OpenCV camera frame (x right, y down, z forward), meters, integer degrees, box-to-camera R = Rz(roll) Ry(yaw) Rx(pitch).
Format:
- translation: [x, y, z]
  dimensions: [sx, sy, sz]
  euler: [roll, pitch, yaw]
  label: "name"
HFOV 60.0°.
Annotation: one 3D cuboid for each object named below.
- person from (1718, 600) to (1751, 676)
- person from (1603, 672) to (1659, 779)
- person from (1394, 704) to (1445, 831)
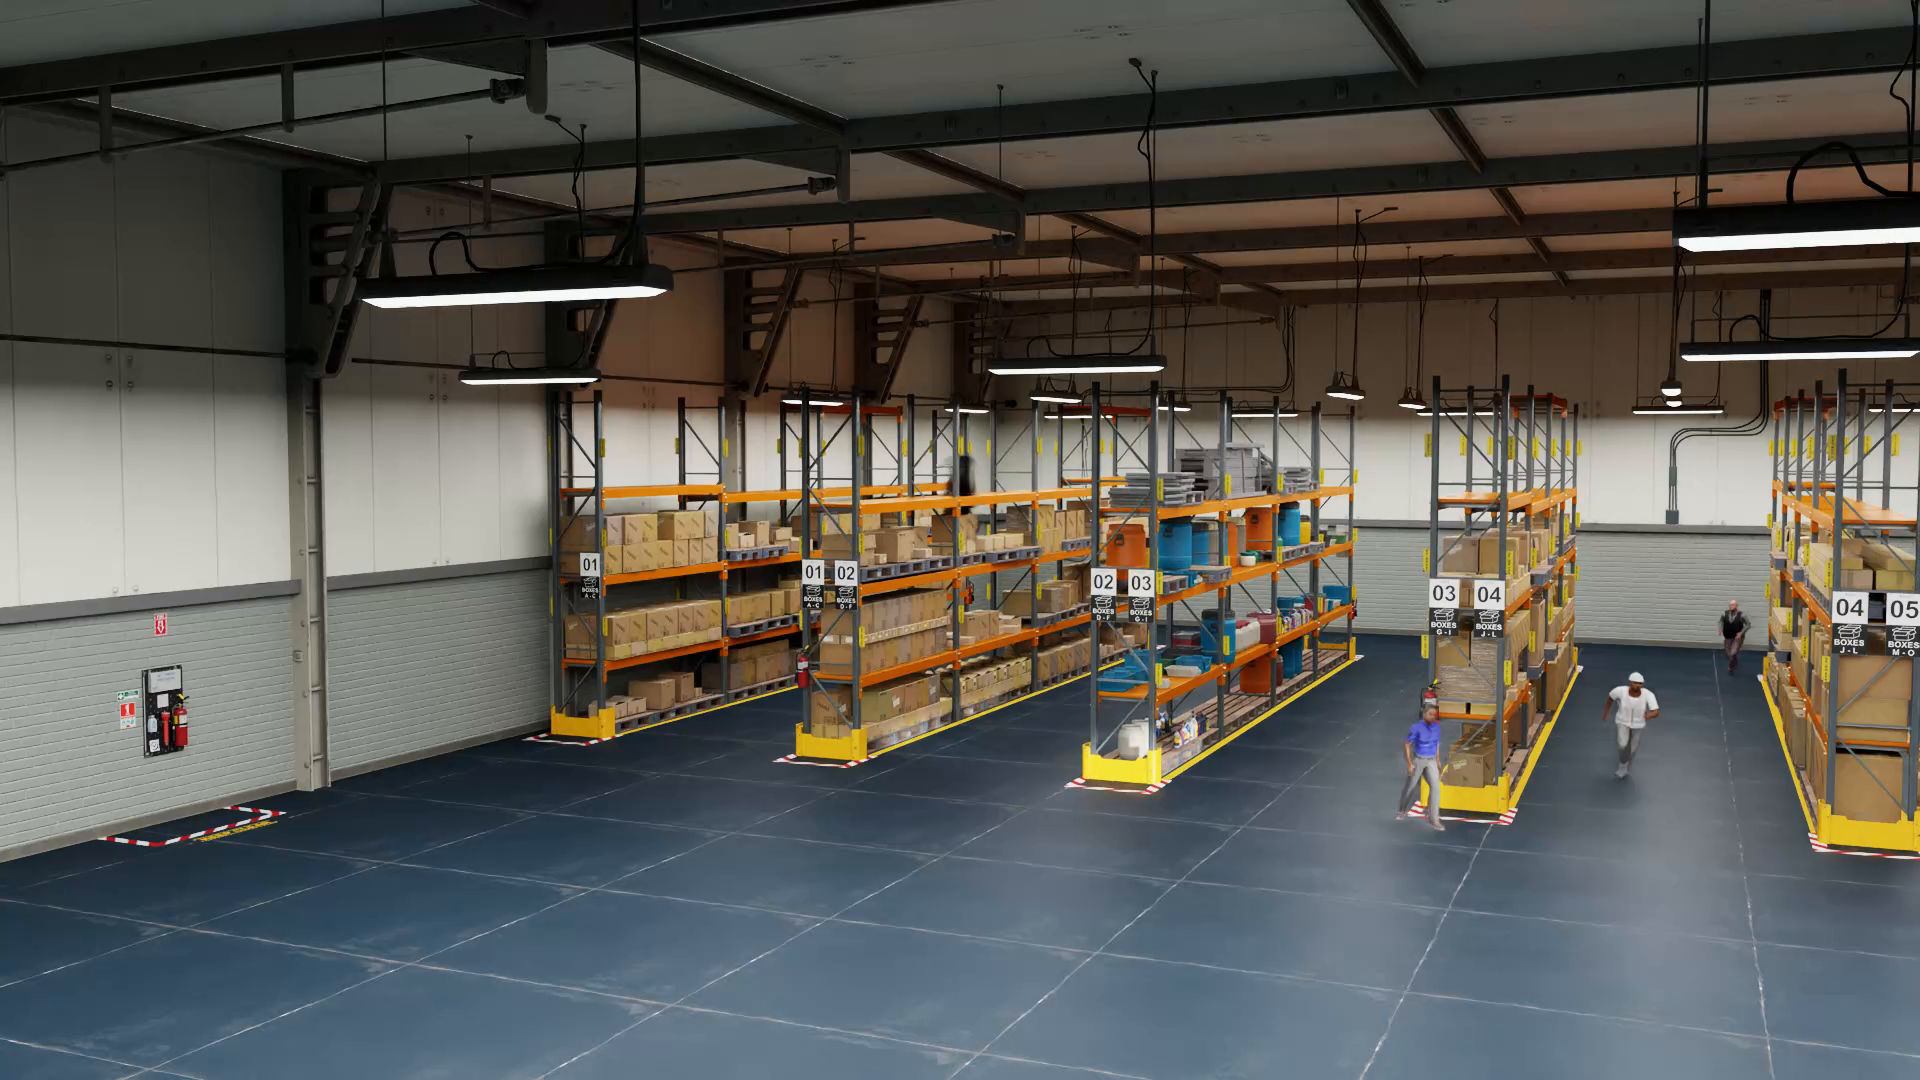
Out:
- translation: [17.147, 2.153, 36.817]
  dimensions: [0.684, 1.654, 0.676]
  euler: [3, 4, 40]
  label: "person"
- translation: [10.101, 2.777, 25.038]
  dimensions: [0.721, 1.626, 0.988]
  euler: [1, 3, 10]
  label: "person"
- translation: [6.091, 2.945, 21.878]
  dimensions: [0.578, 1.605, 0.919]
  euler: [-1, 3, -14]
  label: "person"
